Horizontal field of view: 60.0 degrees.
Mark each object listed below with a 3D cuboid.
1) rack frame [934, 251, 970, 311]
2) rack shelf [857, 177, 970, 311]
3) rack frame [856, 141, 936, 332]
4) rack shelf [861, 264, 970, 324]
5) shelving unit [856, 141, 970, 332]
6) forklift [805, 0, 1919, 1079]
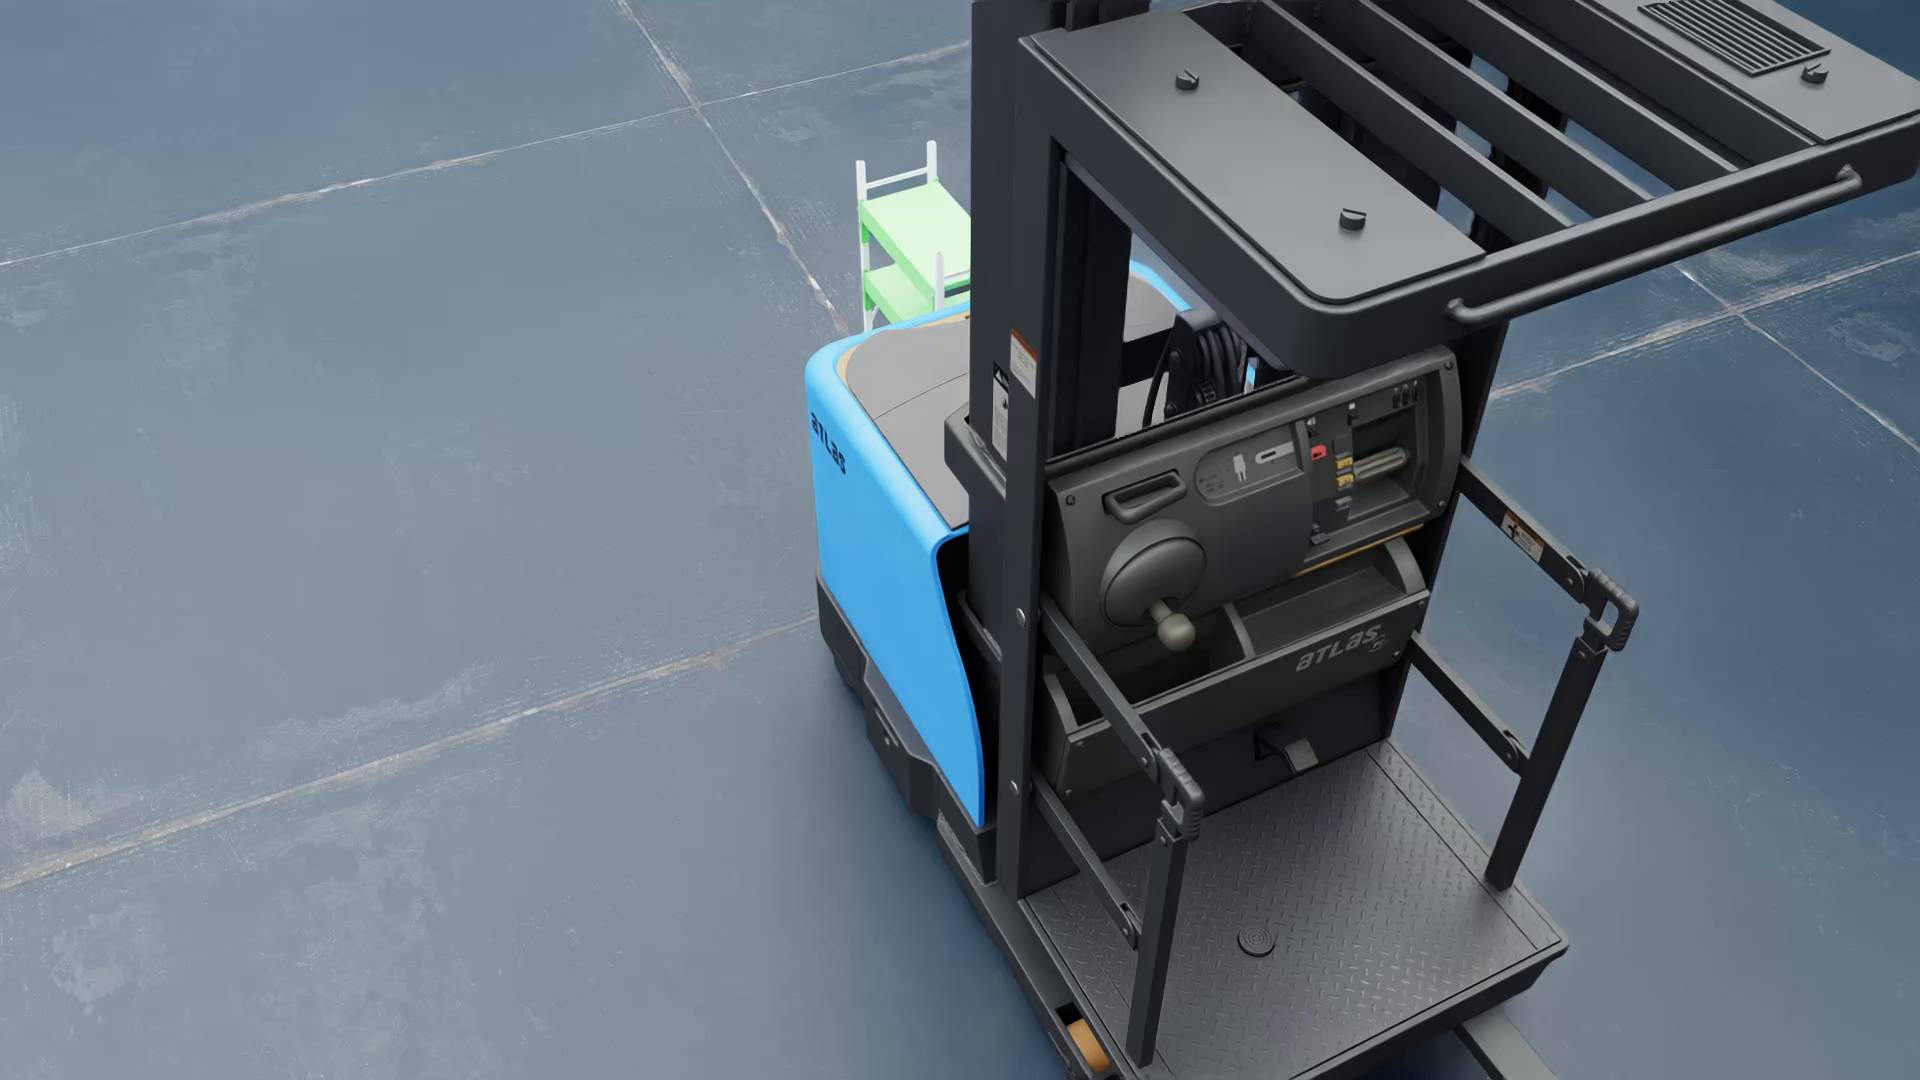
[{"bbox_3d":[0.043,-0.349,4.749,0.240,1.200,0.015,-20,48,-19],"label":"rack frame"},{"bbox_3d":[-0.067,-0.798,4.612,0.258,0.148,0.480,-20,48,-19],"label":"rack shelf"},{"bbox_3d":[-0.178,-0.654,5.059,0.240,1.200,0.015,-20,48,-19],"label":"rack frame"},{"bbox_3d":[-0.067,-0.627,4.780,0.258,0.148,0.480,-20,48,-19],"label":"rack shelf"},{"bbox_3d":[-0.067,-0.501,4.904,0.258,1.200,0.503,-20,48,-19],"label":"shelving unit"},{"bbox_3d":[0.706,0.009,3.155,1.130,2.935,3.031,-20,48,-19],"label":"forklift"}]
